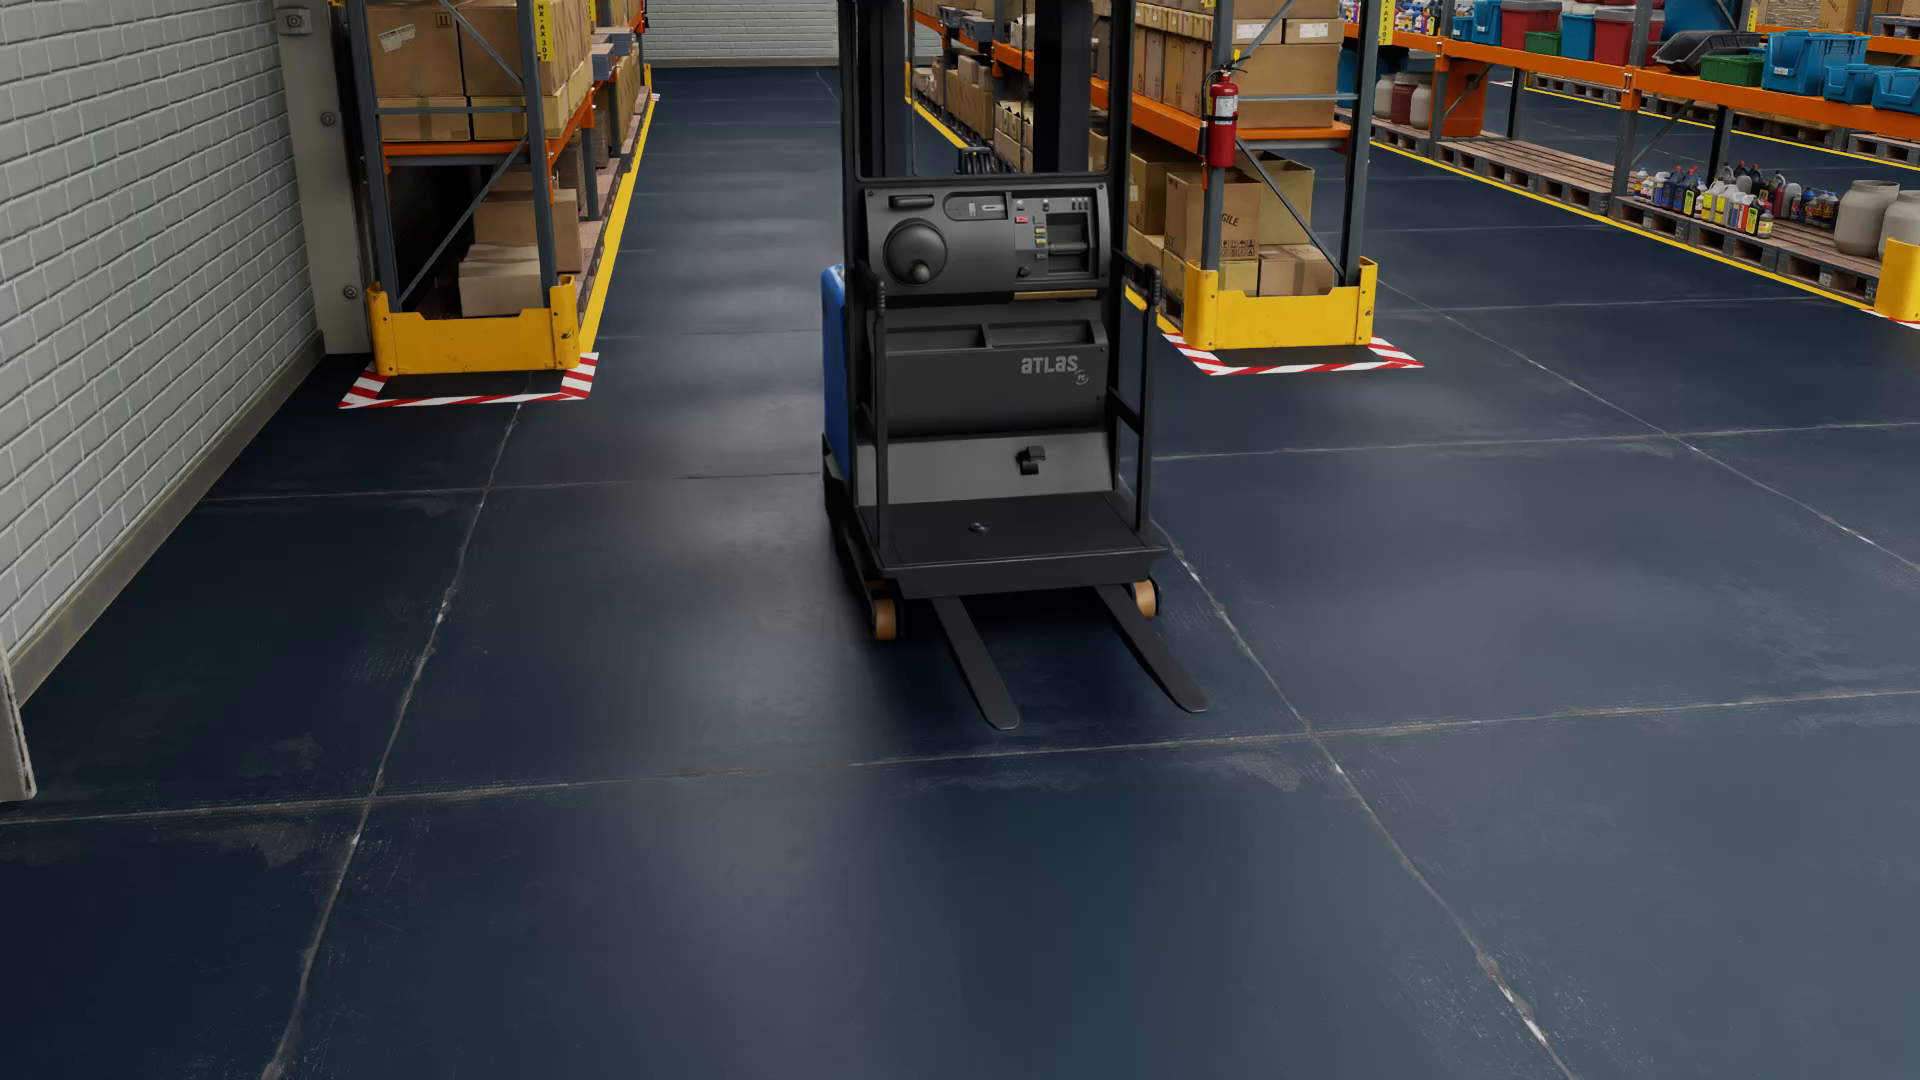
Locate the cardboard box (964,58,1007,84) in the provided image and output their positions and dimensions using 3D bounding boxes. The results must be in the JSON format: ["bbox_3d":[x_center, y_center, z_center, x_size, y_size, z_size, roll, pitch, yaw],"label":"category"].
[{"bbox_3d":[0.333,-5.526,19.597,0.500,0.250,0.500,-3,21,-9],"label":"cardboard box"}]

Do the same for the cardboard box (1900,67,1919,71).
[{"bbox_3d":[10.794,-5.109,18.479,0.500,0.250,0.500,-2,21,-6],"label":"cardboard box"}]

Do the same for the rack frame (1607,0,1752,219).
[{"bbox_3d":[6.343,-4.318,14.490,1.000,3.000,0.127,-3,21,-8],"label":"rack frame"}]

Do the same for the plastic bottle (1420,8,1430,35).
[{"bbox_3d":[5.252,-5.847,18.750,0.061,0.283,0.133,-3,21,-8],"label":"plastic bottle"}]

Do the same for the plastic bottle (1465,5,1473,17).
[{"bbox_3d":[5.949,-6.103,19.437,0.061,0.283,0.133,-3,21,-8],"label":"plastic bottle"}]

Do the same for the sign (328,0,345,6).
[{"bbox_3d":[-3.436,-3.103,9.130,0.100,0.325,0.005,-3,21,-8],"label":"sign"}]

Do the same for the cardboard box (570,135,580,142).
[{"bbox_3d":[-3.708,-3.284,14.665,0.700,0.500,0.500,-3,21,-9],"label":"cardboard box"}]

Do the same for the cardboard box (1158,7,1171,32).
[{"bbox_3d":[1.585,-3.606,11.514,0.380,0.149,0.250,-2,21,-6],"label":"cardboard box"}]

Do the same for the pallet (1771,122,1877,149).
[{"bbox_3d":[10.628,-4.923,20.096,1.003,0.211,1.213,-3,21,-8],"label":"pallet"}]

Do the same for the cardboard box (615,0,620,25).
[{"bbox_3d":[-3.921,-5.762,17.759,0.500,0.500,0.500,-2,21,-6],"label":"cardboard box"}]

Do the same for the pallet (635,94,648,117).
[{"bbox_3d":[-4.825,-5.972,22.905,1.003,0.211,1.213,-3,21,-8],"label":"pallet"}]

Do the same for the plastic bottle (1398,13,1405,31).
[{"bbox_3d":[5.170,-6.051,19.415,0.097,0.201,0.097,0,20,0],"label":"plastic bottle"}]

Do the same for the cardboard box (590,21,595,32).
[{"bbox_3d":[-3.853,-5.102,15.817,0.700,0.500,0.500,-5,21,-13],"label":"cardboard box"}]

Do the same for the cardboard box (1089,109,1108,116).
[{"bbox_3d":[1.334,-4.102,16.441,0.500,0.311,0.500,-3,21,-8],"label":"cardboard box"}]

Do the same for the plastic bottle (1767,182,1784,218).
[{"bbox_3d":[6.709,-2.803,13.687,0.061,0.283,0.133,-3,21,-8],"label":"plastic bottle"}]

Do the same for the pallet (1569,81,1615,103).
[{"bbox_3d":[9.879,-6.722,24.912,1.003,0.211,1.213,-3,21,-8],"label":"pallet"}]

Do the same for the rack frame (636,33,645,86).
[{"bbox_3d":[-5.191,-7.973,24.277,1.000,3.000,0.127,-3,21,-8],"label":"rack frame"}]

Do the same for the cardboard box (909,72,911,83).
[{"bbox_3d":[-0.569,-6.933,24.936,0.380,0.149,0.250,-3,21,-8],"label":"cardboard box"}]

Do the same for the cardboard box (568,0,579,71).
[{"bbox_3d":[-2.872,-3.433,11.235,0.500,0.500,0.500,-2,21,-6],"label":"cardboard box"}]

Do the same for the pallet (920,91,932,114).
[{"bbox_3d":[0.010,-6.194,23.499,1.003,0.211,1.213,-3,21,-8],"label":"pallet"}]

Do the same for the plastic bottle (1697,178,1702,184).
[{"bbox_3d":[6.189,-2.902,13.968,0.097,0.271,0.097,0,20,0],"label":"plastic bottle"}]

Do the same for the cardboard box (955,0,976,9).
[{"bbox_3d":[0.296,-6.673,20.052,0.700,0.500,0.500,0,20,1],"label":"cardboard box"}]

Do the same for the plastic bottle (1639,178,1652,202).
[{"bbox_3d":[5.969,-3.046,14.454,0.097,0.201,0.097,0,20,0],"label":"plastic bottle"}]

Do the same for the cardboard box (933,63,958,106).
[{"bbox_3d":[-0.076,-6.057,22.091,0.500,0.500,0.500,-3,21,-8],"label":"cardboard box"}]

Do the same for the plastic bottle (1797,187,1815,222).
[{"bbox_3d":[6.873,-2.728,13.504,0.097,0.271,0.097,0,20,0],"label":"plastic bottle"}]

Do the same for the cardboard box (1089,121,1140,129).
[{"bbox_3d":[1.197,-3.153,13.629,0.500,0.500,0.500,-3,21,-8],"label":"cardboard box"}]

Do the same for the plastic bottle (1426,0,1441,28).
[{"bbox_3d":[5.673,-6.327,19.941,0.144,0.351,0.185,-3,21,-8],"label":"plastic bottle"}]

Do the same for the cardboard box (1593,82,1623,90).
[{"bbox_3d":[9.945,-7.083,24.330,0.875,0.875,0.875,-3,21,-8],"label":"cardboard box"}]

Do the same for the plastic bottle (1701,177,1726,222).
[{"bbox_3d":[6.137,-2.770,13.503,0.144,0.351,0.185,-3,21,-8],"label":"plastic bottle"}]

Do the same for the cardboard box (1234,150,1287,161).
[{"bbox_3d":[2.001,-2.487,11.845,0.500,0.500,0.500,-3,21,-8],"label":"cardboard box"}]

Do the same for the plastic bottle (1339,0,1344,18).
[{"bbox_3d":[4.888,-6.760,21.213,0.097,0.271,0.097,0,20,0],"label":"plastic bottle"}]

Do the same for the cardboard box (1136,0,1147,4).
[{"bbox_3d":[1.656,-4.222,12.237,0.700,0.500,0.500,-3,21,-8],"label":"cardboard box"}]

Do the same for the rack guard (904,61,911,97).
[{"bbox_3d":[-0.278,-7.027,25.316,1.175,0.500,0.348,-3,21,-8],"label":"rack guard"}]

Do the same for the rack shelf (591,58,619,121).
[{"bbox_3d":[-3.749,-4.174,15.132,1.077,0.370,4.000,-3,21,-8],"label":"rack shelf"}]

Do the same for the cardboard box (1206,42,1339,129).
[{"bbox_3d":[1.962,-2.894,10.534,0.700,0.500,0.500,-3,21,-8],"label":"cardboard box"}]

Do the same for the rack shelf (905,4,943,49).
[{"bbox_3d":[-0.001,-7.195,23.221,1.077,0.370,4.000,-3,21,-8],"label":"rack shelf"}]

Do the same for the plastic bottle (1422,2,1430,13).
[{"bbox_3d":[5.744,-6.482,20.460,0.152,0.276,0.135,-3,21,-8],"label":"plastic bottle"}]

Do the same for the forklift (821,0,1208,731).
[{"bbox_3d":[0.150,-1.132,6.059,1.130,2.935,3.031,-4,21,-10],"label":"forklift"}]

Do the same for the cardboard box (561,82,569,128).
[{"bbox_3d":[-2.729,-2.737,10.442,0.500,0.250,0.500,-4,21,-9],"label":"cardboard box"}]

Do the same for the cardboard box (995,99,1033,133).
[{"bbox_3d":[0.649,-4.430,17.317,0.500,0.311,0.500,-2,21,-6],"label":"cardboard box"}]

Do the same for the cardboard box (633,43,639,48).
[{"bbox_3d":[-4.792,-7.030,23.797,0.380,0.149,0.250,-3,21,-8],"label":"cardboard box"}]

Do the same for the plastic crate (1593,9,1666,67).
[{"bbox_3d":[5.970,-4.500,14.887,0.402,0.464,0.583,-3,21,-8],"label":"plastic crate"}]

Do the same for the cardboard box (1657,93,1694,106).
[{"bbox_3d":[10.203,-6.319,22.283,1.225,0.875,0.875,-3,21,-8],"label":"cardboard box"}]

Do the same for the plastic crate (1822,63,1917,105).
[{"bbox_3d":[6.463,-3.247,11.835,0.499,0.251,0.408,-3,21,-8],"label":"plastic crate"}]

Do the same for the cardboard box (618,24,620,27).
[{"bbox_3d":[-4.167,-6.023,19.384,0.380,0.149,0.250,-3,21,-8],"label":"cardboard box"}]

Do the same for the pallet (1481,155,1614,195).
[{"bbox_3d":[6.012,-3.705,16.834,1.003,0.211,1.213,-3,21,-8],"label":"pallet"}]

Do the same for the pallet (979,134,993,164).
[{"bbox_3d":[0.794,-4.409,18.718,1.003,0.211,1.213,-3,21,-8],"label":"pallet"}]

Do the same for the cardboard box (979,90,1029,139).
[{"bbox_3d":[0.497,-4.802,18.729,0.500,0.500,0.500,-2,21,-6],"label":"cardboard box"}]

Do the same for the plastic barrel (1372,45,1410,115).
[{"bbox_3d":[5.353,-5.867,21.037,0.600,0.901,0.708,-3,21,-8],"label":"plastic barrel"}]

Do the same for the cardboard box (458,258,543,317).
[{"bbox_3d":[-2.895,-1.624,10.491,0.500,0.311,0.500,-5,21,-14],"label":"cardboard box"}]

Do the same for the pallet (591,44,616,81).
[{"bbox_3d":[-3.427,-4.000,13.914,1.003,0.211,1.213,-3,21,-8],"label":"pallet"}]
